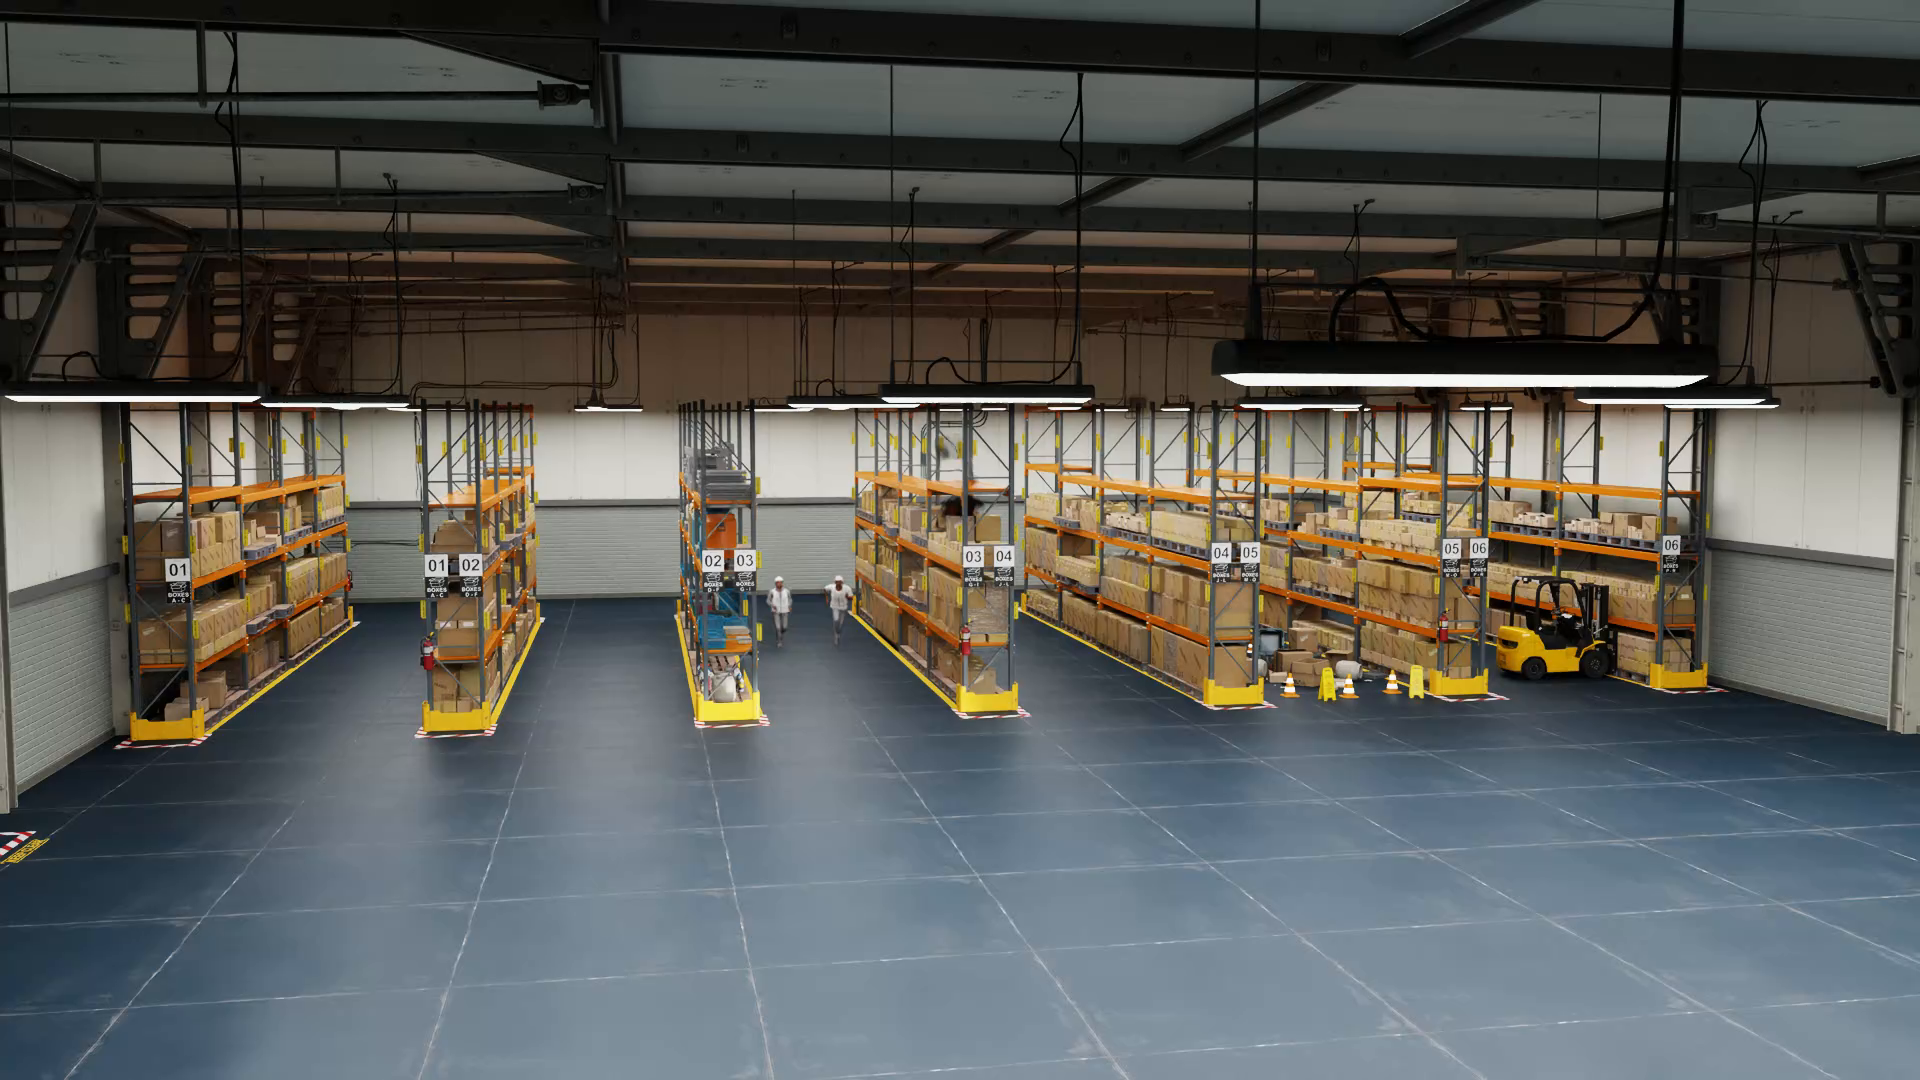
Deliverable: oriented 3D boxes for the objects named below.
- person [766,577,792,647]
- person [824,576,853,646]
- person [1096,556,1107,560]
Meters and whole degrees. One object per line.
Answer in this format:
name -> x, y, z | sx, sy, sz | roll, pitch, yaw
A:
person -> -4.457, 1.769, 41.102 | 0.658, 1.731, 0.585 | -1, 4, -16
person -> -3.025, 1.736, 41.483 | 0.687, 1.747, 0.938 | -1, 4, -12
person -> 4.135, 1.145, 48.819 | 0.808, 1.838, 0.667 | 4, 6, 40
